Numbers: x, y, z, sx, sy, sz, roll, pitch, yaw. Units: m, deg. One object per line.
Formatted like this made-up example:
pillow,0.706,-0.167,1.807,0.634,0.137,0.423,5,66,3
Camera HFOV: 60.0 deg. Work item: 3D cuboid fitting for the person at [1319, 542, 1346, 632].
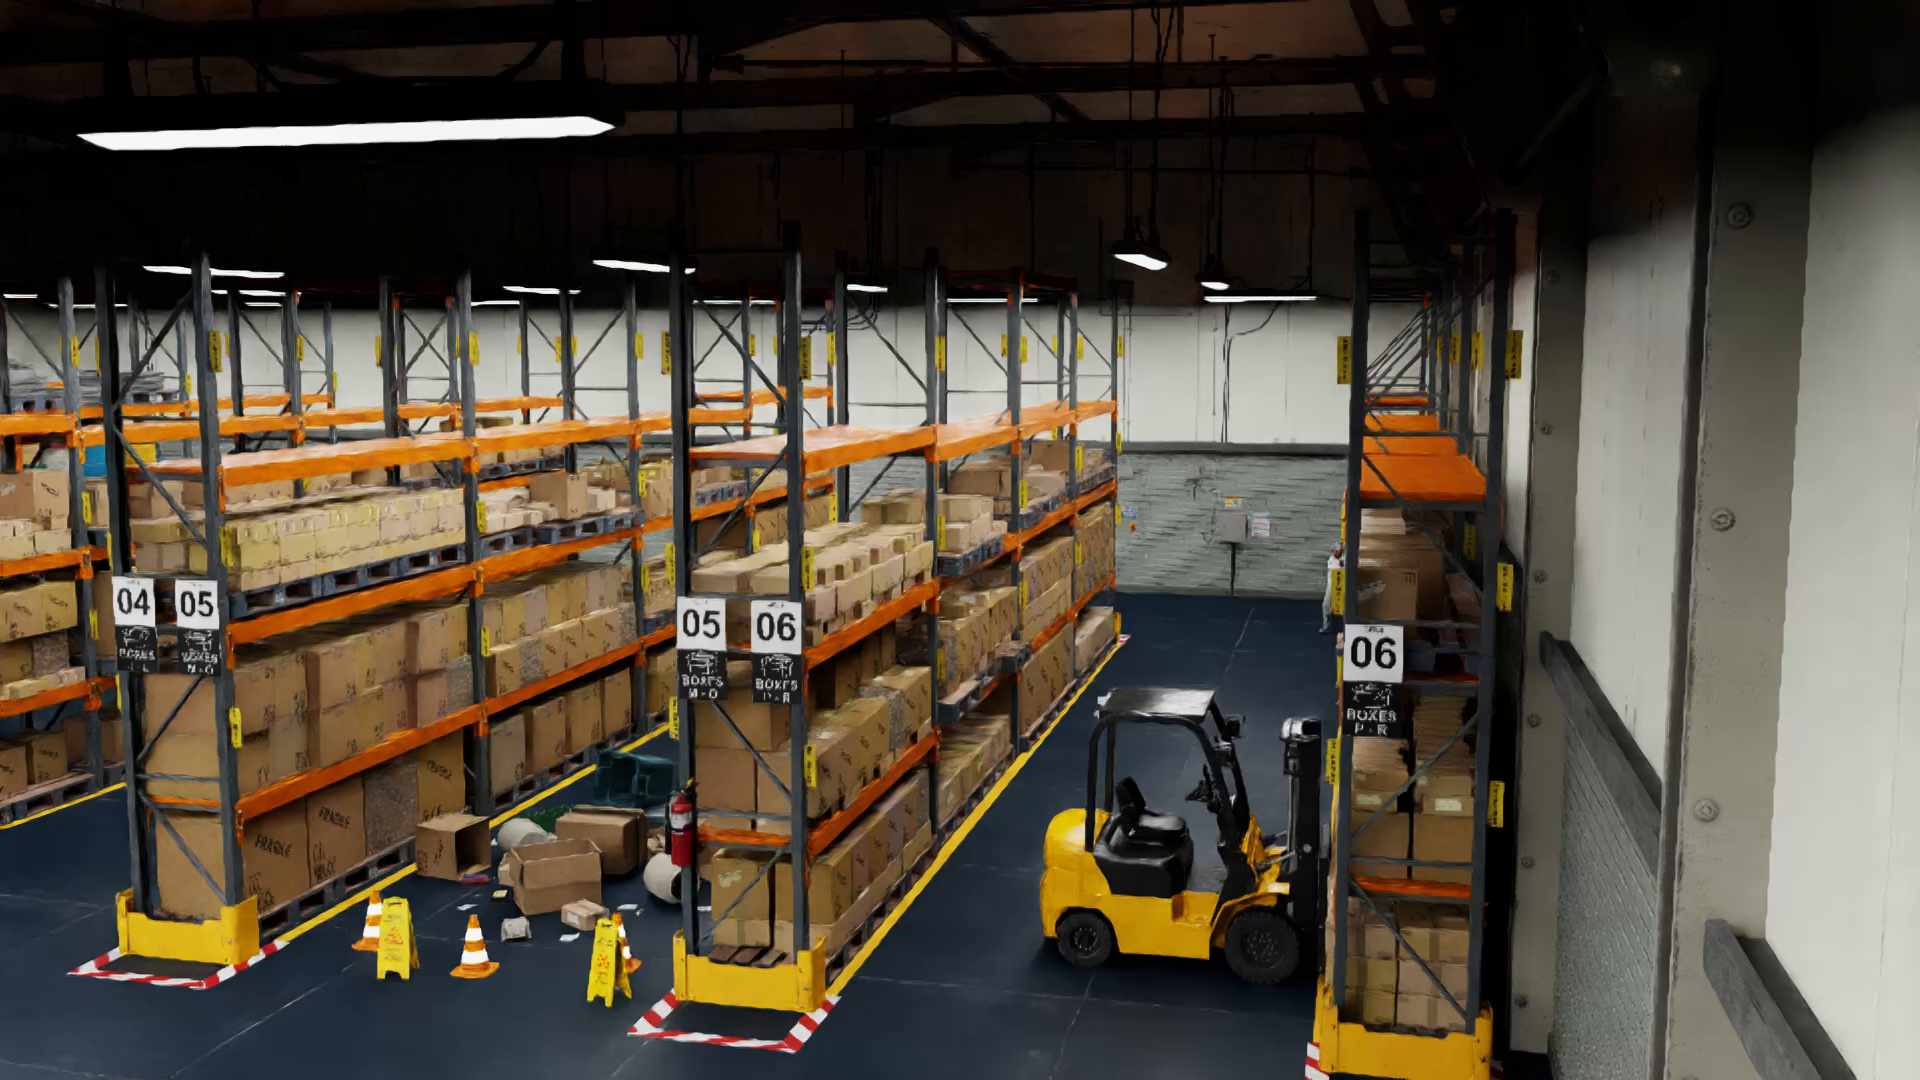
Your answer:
person,6.700,0.813,29.200,0.534,1.598,0.933,5,8,34
